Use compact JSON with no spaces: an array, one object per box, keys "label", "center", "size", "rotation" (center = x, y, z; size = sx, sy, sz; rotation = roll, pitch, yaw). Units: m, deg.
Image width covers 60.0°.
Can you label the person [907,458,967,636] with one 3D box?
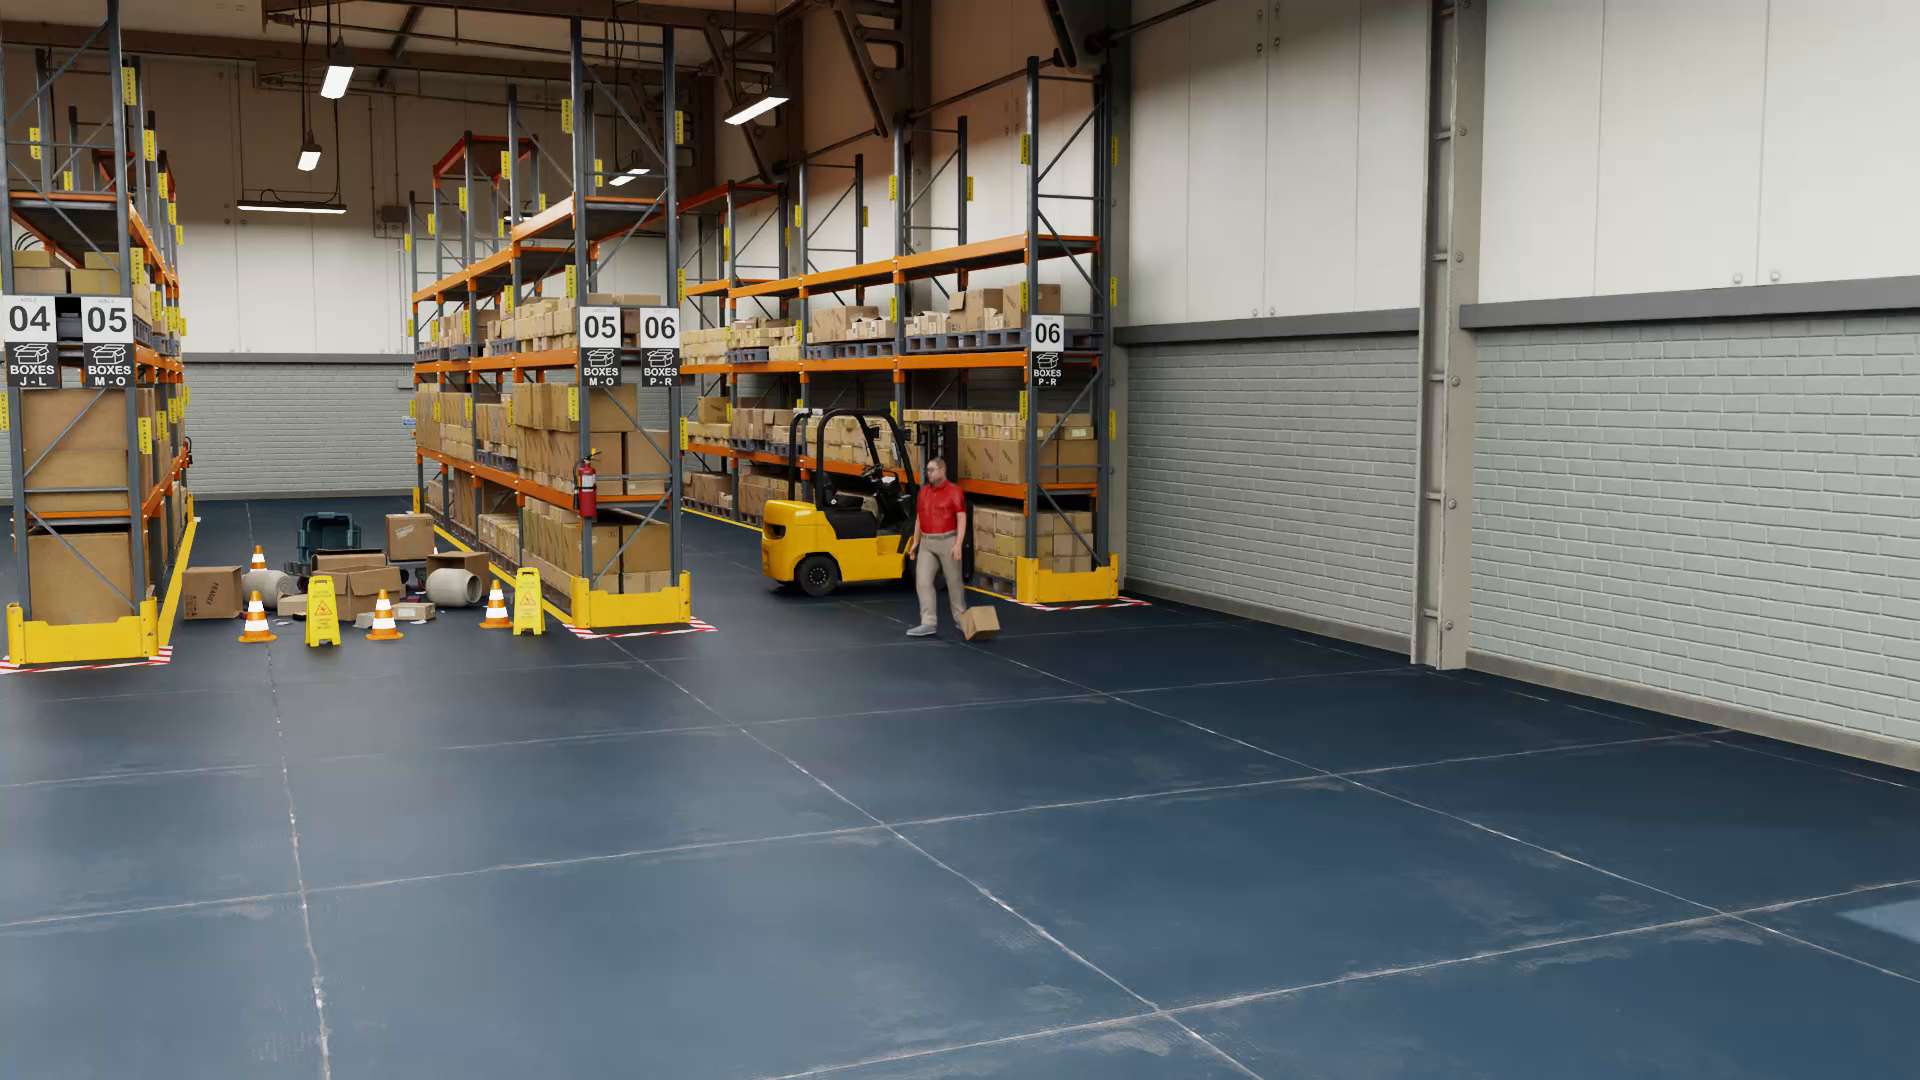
[{"label":"person","center":[-0.210,0.061,16.205],"size":[0.648,1.718,0.639],"rotation":[3,6,30]}]
